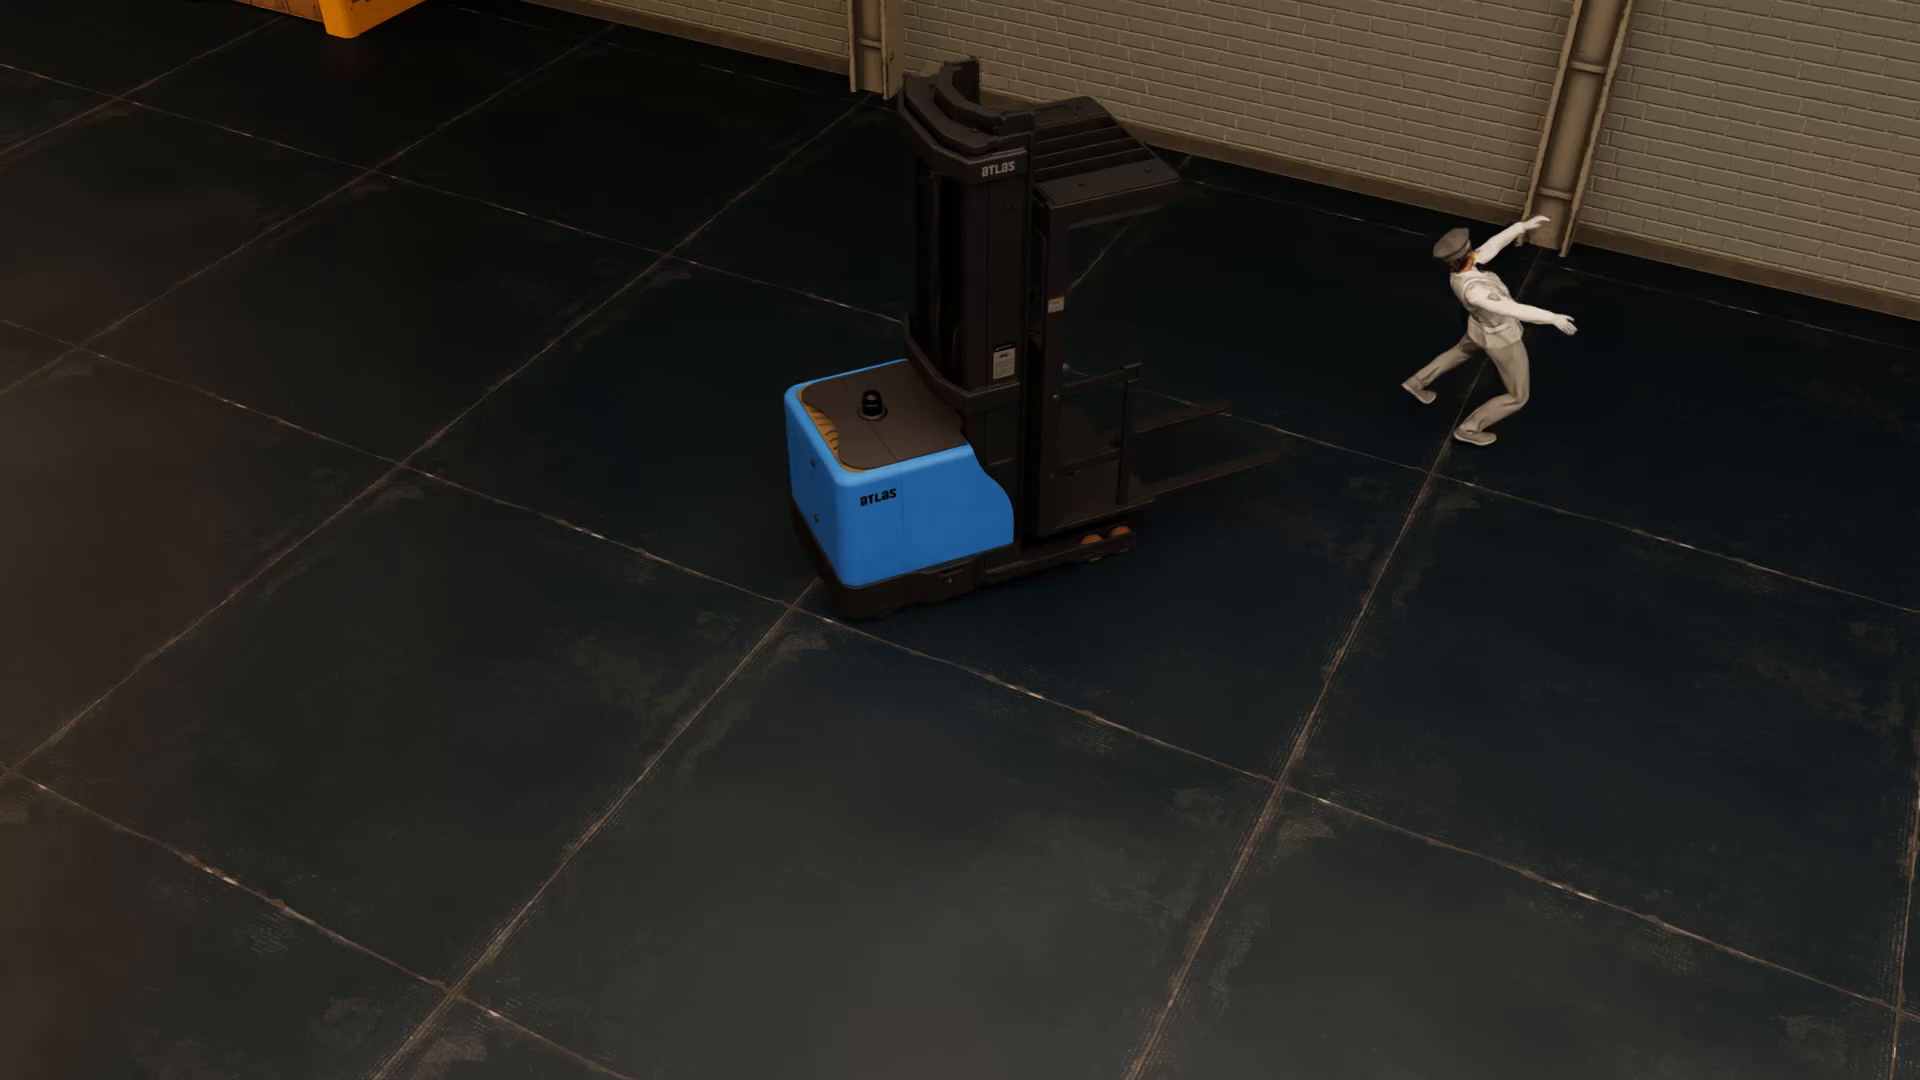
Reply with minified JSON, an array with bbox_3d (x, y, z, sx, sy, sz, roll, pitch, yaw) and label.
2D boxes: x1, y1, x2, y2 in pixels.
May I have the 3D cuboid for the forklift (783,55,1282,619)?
[{"bbox_3d":[0.525,-1.287,9.514,3.031,2.935,1.130,-16,43,-18],"label":"forklift"}]

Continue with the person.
[{"bbox_3d":[3.392,-1.235,10.566,0.736,1.482,1.003,-13,42,-15],"label":"person"}]
